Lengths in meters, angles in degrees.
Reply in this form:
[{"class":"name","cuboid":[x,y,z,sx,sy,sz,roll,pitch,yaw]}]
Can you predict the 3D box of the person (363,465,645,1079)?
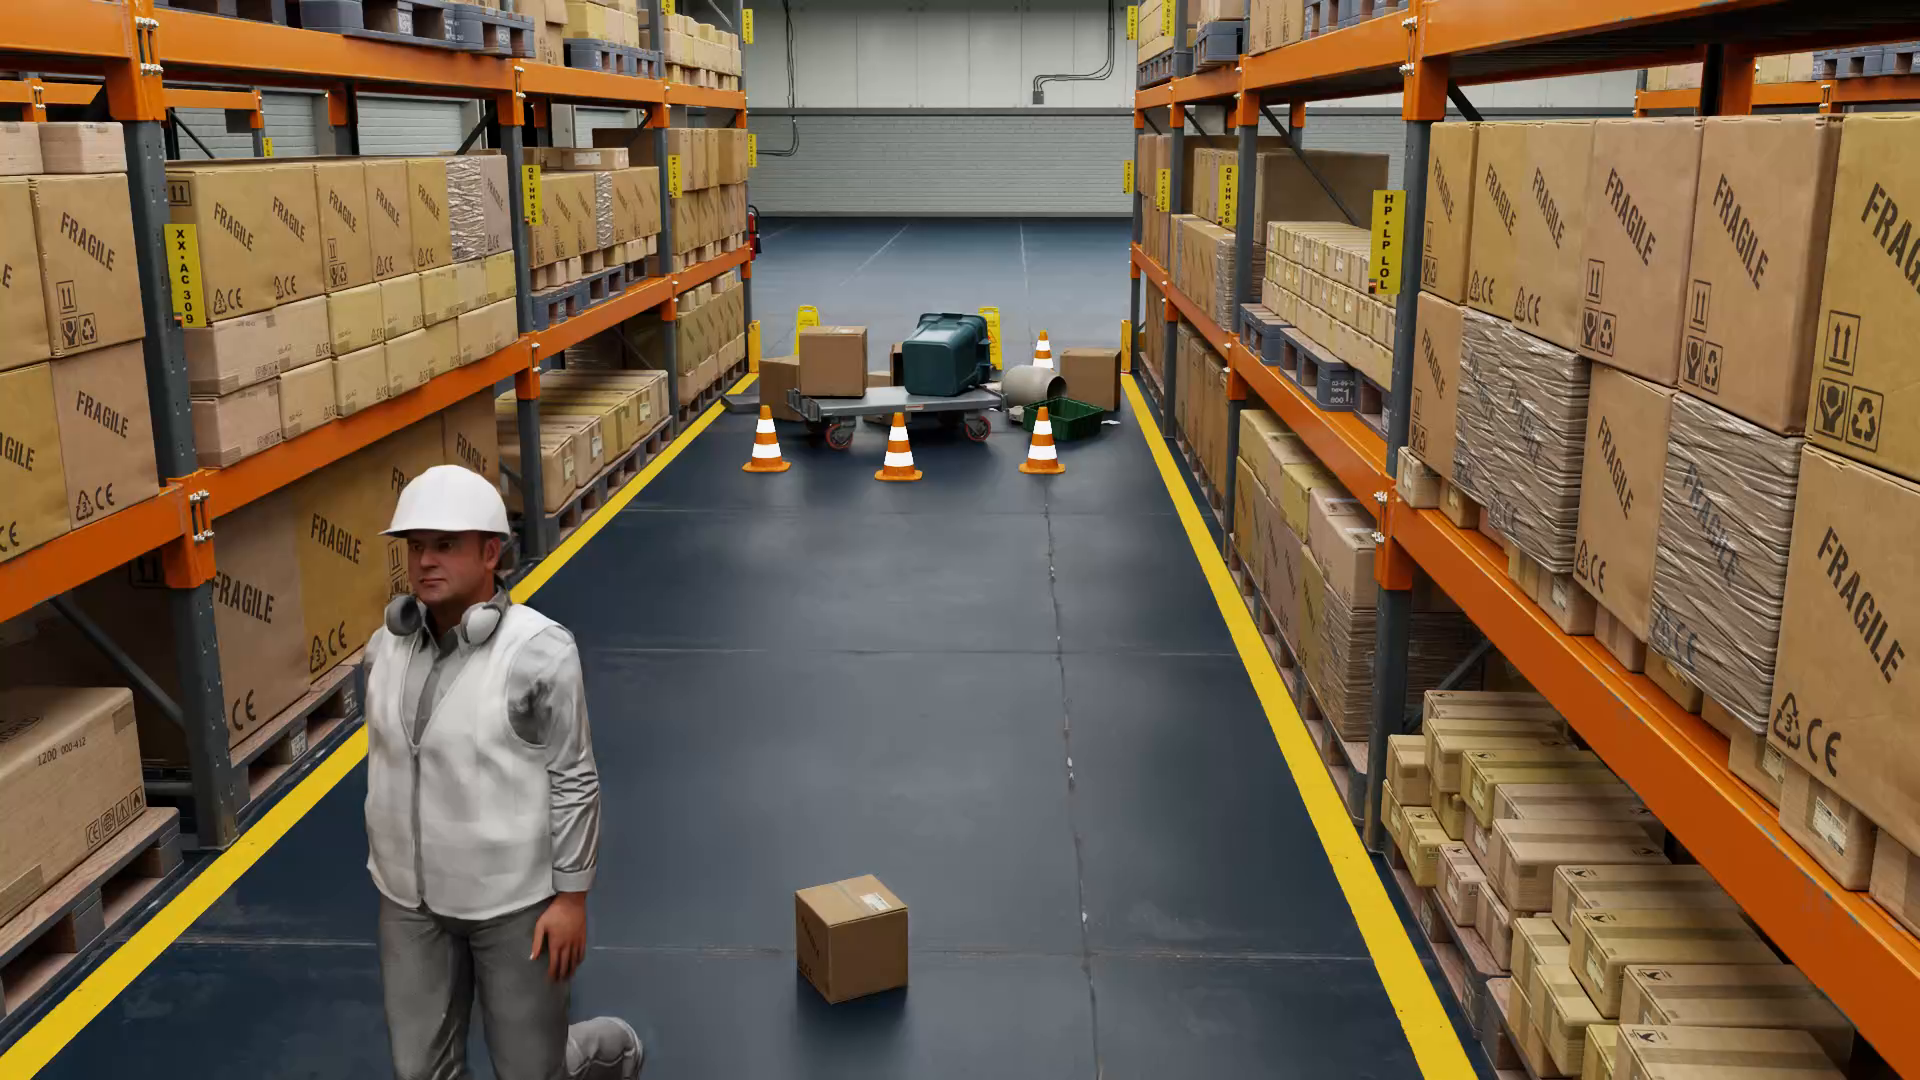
[{"class":"person","cuboid":[-0.988,0.699,3.552,0.544,1.754,0.734,5,15,18]}]
